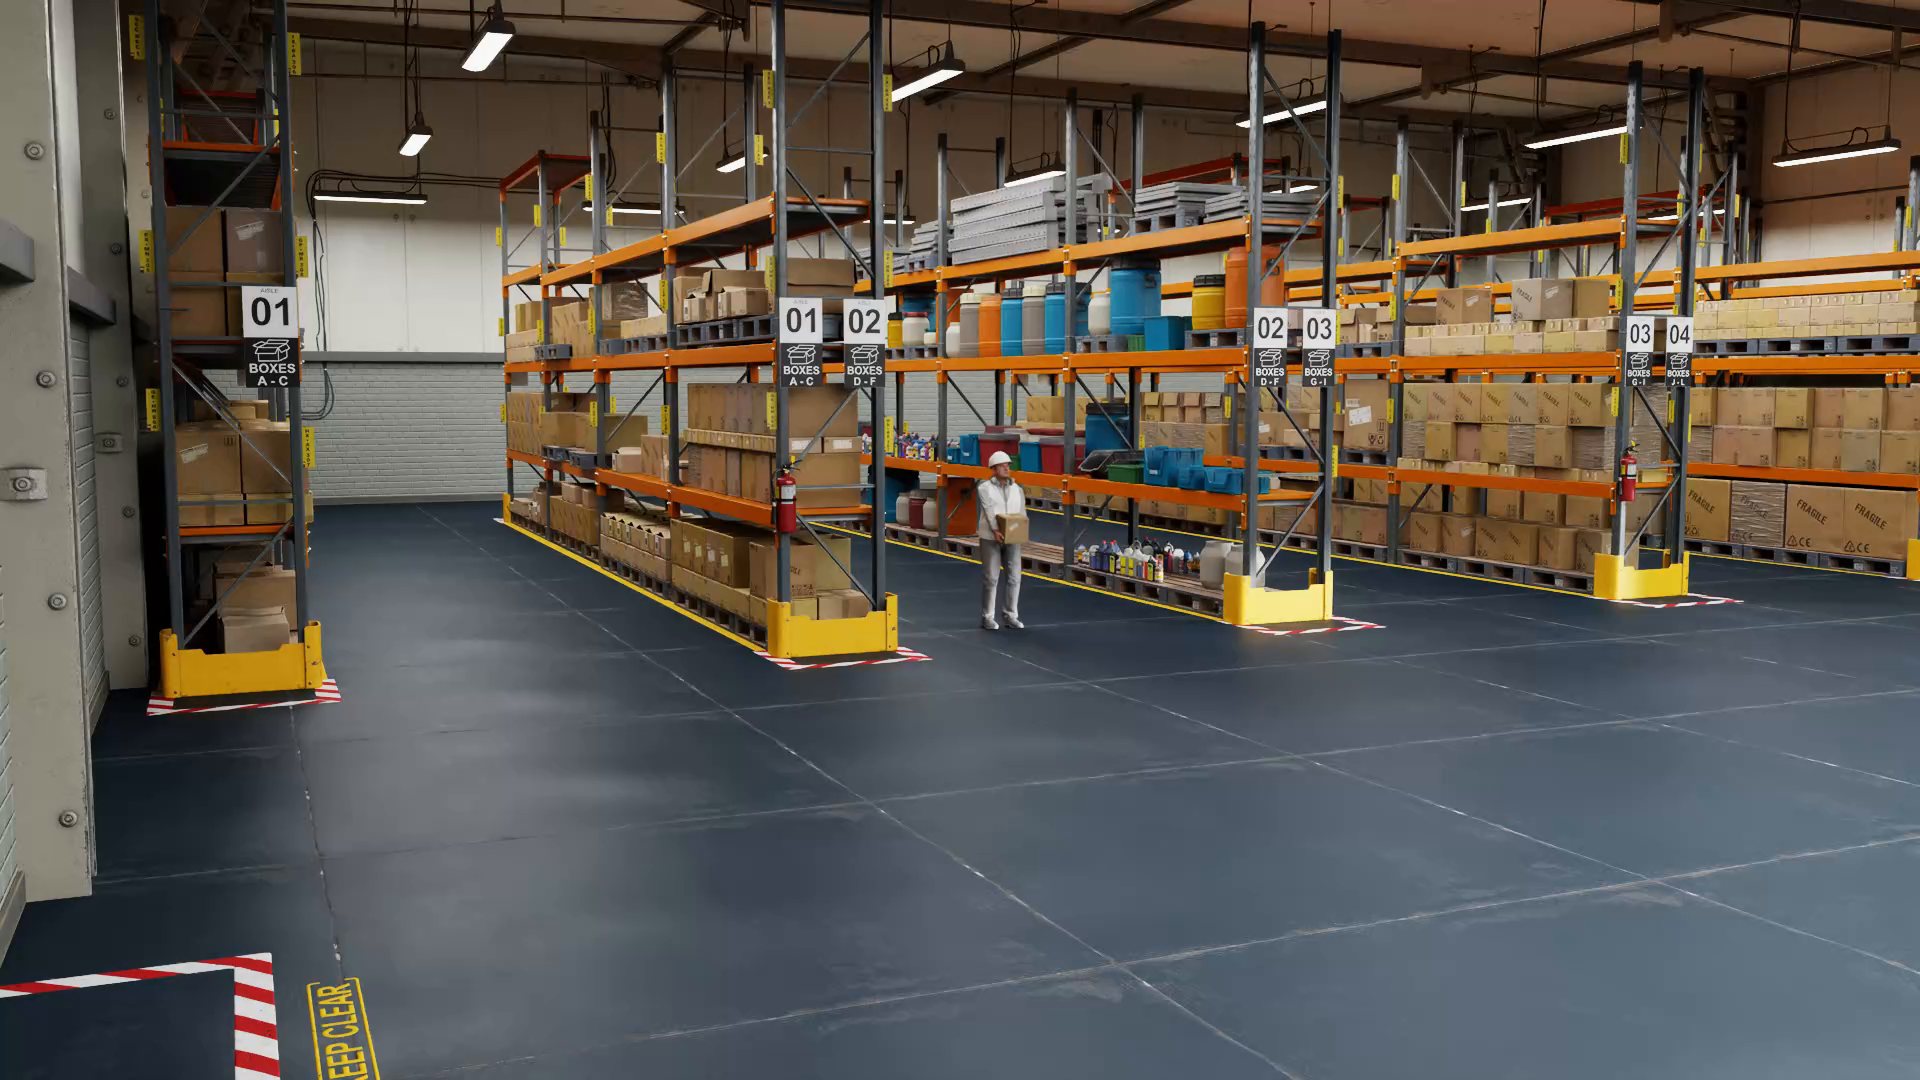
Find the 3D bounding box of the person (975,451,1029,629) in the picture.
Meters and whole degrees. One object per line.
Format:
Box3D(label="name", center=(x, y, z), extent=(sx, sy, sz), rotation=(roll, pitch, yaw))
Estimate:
Box3D(label="person", center=(0.431, -0.005, 16.665), extent=(0.591, 1.770, 0.476), rotation=(-3, 6, -27))
